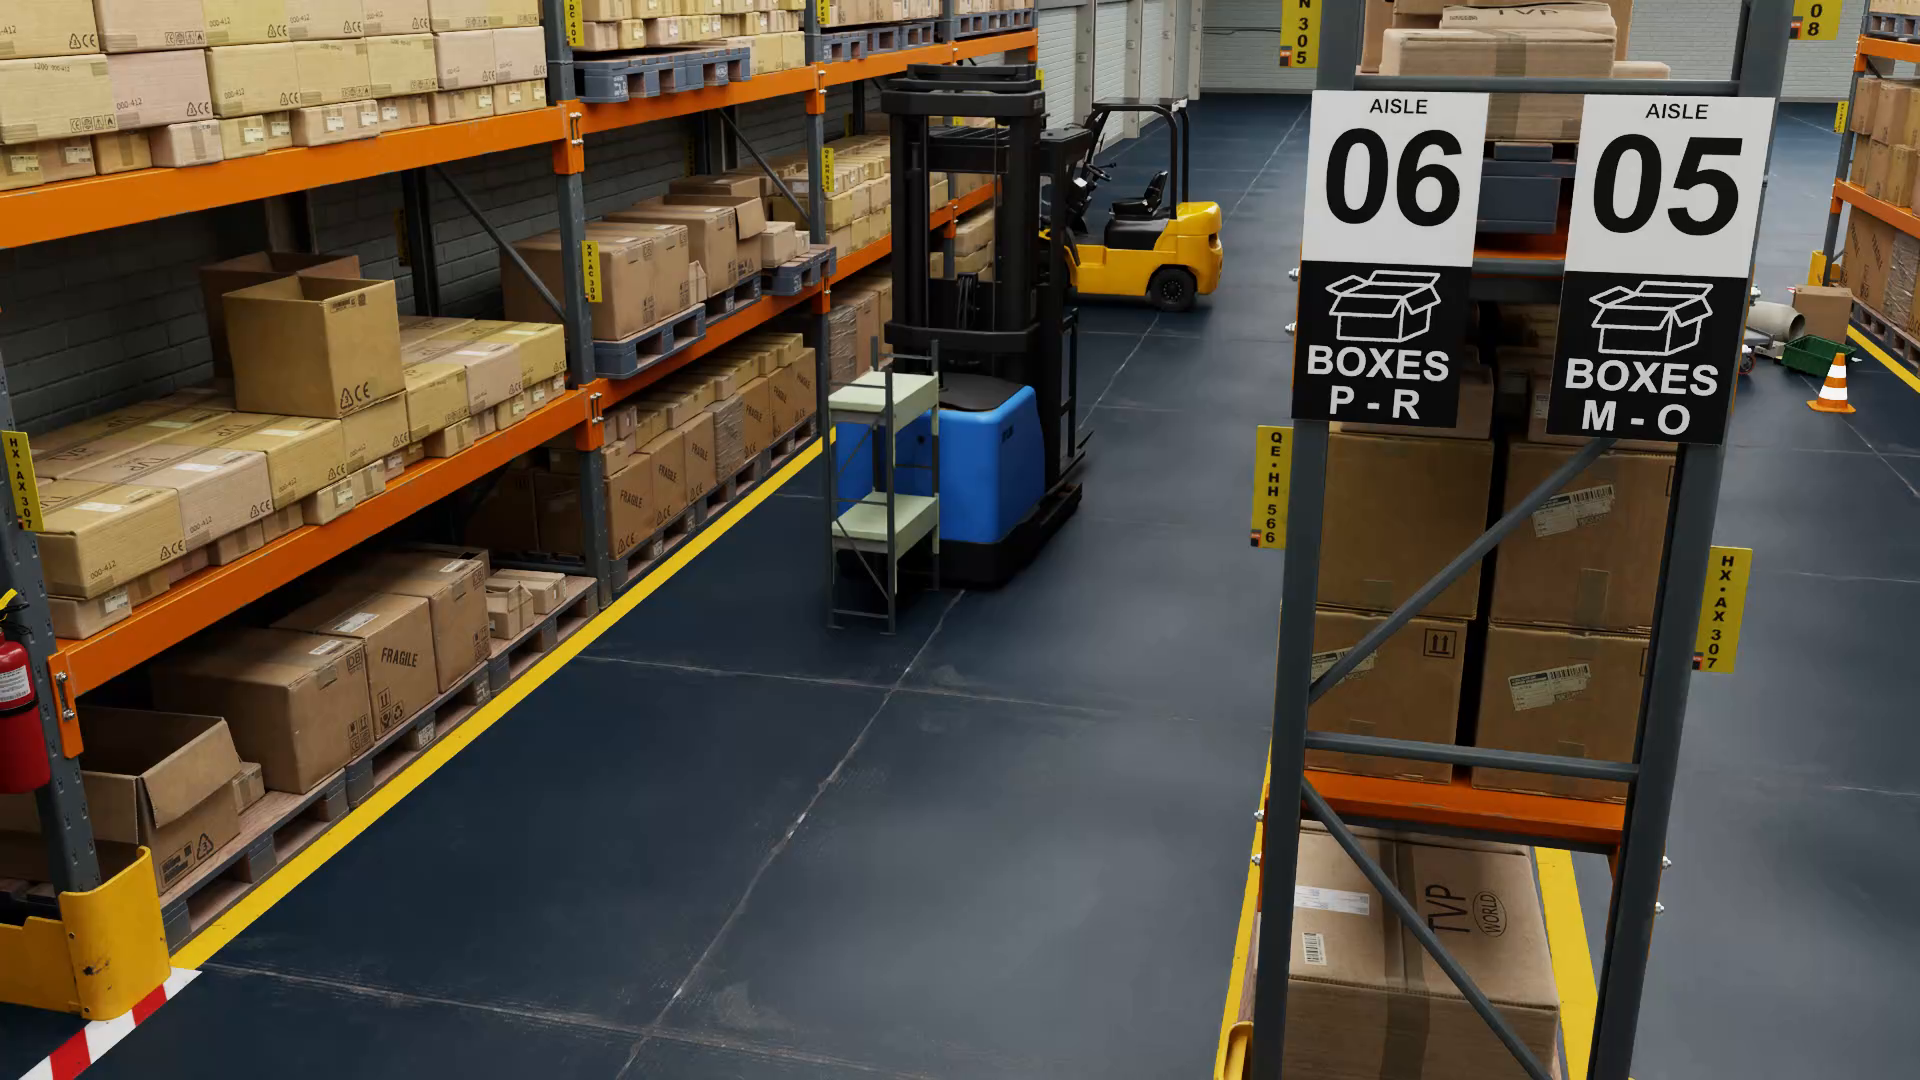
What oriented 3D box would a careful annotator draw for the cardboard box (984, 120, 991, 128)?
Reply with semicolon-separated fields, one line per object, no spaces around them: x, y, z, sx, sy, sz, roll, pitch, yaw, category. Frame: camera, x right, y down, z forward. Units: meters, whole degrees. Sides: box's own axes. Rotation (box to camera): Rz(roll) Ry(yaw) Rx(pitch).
0.121;-4.410;17.801;0.380;0.149;0.250;4;19;12;cardboard box

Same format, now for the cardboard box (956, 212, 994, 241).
0.115;-3.392;18.035;0.500;0.250;0.500;5;20;15;cardboard box

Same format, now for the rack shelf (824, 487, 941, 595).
-0.429;-0.007;9.397;0.431;0.370;0.720;6;20;17;rack shelf

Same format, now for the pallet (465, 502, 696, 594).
-2.345;-0.009;10.387;1.003;0.211;1.213;5;19;13;pallet

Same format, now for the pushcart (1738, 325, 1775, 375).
6.485;-1.782;15.321;1.648;0.377;0.936;-2;19;-6;pushcart

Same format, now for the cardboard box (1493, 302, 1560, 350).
1.915;-0.673;5.313;0.380;0.149;0.250;5;19;14;cardboard box

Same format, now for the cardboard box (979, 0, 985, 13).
0.039;-5.482;17.041;0.380;0.149;0.250;5;20;15;cardboard box

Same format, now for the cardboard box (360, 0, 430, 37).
-2.644;-2.301;7.142;0.500;0.250;0.500;5;19;14;cardboard box

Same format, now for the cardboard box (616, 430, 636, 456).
-2.169;-0.578;9.952;0.380;0.149;0.250;4;19;12;cardboard box

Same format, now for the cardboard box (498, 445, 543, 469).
-2.697;-0.531;9.817;0.380;0.149;0.250;4;19;11;cardboard box

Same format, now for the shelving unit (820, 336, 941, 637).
-0.429;-0.316;9.291;0.431;1.500;0.755;6;20;17;shelving unit

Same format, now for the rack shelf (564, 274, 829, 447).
-2.018;-1.357;11.133;1.077;0.370;4.000;5;19;13;rack shelf

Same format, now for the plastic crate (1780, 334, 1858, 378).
7.859;-1.682;15.234;0.450;0.188;0.662;29;33;36;plastic crate

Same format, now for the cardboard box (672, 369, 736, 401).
-1.756;-1.059;11.361;0.380;0.149;0.250;4;19;11;cardboard box

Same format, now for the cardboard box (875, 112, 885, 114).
-0.666;-4.272;16.937;0.380;0.149;0.250;4;19;12;cardboard box

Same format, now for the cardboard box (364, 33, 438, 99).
-2.635;-2.065;7.225;0.500;0.250;0.500;5;20;15;cardboard box

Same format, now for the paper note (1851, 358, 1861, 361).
8.373;-1.705;15.632;0.147;0.020;0.142;-9;21;-24;paper note

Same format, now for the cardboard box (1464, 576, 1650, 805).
1.725;0.399;4.724;0.500;0.500;0.500;5;19;13;cardboard box

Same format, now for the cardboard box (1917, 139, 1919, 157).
9.232;-3.704;14.990;0.875;0.550;0.550;5;19;13;cardboard box

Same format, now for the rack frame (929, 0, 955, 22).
-0.552;-6.417;15.553;1.000;3.000;0.127;5;19;13;rack frame

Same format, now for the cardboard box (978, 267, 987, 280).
-0.004;-2.761;17.736;0.500;0.250;0.500;4;19;12;cardboard box

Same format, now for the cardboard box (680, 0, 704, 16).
-1.761;-3.226;9.976;0.380;0.149;0.250;5;19;14;cardboard box

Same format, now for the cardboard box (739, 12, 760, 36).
-1.573;-3.490;11.239;0.380;0.149;0.250;5;19;13;cardboard box

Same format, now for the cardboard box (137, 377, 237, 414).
-3.249;-0.532;7.376;0.500;0.250;0.500;5;19;13;cardboard box

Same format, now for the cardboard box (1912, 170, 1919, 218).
9.277;-3.190;15.153;0.875;0.550;0.550;5;19;13;cardboard box

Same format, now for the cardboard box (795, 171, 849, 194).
-1.102;-2.839;13.200;0.380;0.149;0.250;5;20;15;cardboard box

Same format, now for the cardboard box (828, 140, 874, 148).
-1.025;-3.681;15.665;0.380;0.149;0.250;5;19;13;cardboard box

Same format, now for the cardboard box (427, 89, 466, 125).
-2.510;-1.999;7.646;0.380;0.149;0.250;5;19;13;cardboard box

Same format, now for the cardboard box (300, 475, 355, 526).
-2.775;-0.179;6.960;0.380;0.149;0.250;4;19;12;cardboard box

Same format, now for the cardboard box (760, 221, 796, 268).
-1.474;-2.096;11.765;0.500;0.250;0.500;4;19;11;cardboard box

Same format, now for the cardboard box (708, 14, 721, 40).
-1.698;-3.163;10.252;0.380;0.149;0.250;5;20;15;cardboard box

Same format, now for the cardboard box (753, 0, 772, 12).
-1.509;-3.710;11.422;0.380;0.149;0.250;4;19;12;cardboard box

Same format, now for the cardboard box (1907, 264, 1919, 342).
9.308;-2.213;15.163;0.875;0.875;0.875;5;19;14;cardboard box

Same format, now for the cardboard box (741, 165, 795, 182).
-1.569;-2.964;13.566;0.380;0.149;0.250;5;19;13;cardboard box

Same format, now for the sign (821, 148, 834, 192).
-1.001;-2.795;12.561;0.100;0.325;0.005;5;19;13;sign

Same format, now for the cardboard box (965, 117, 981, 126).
0.006;-4.392;17.287;0.380;0.149;0.250;5;20;15;cardboard box

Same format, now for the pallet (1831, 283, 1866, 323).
9.944;-2.505;17.696;1.003;0.211;1.213;5;19;13;pallet

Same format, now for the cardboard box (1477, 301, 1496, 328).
2.082;-0.555;5.971;0.500;0.500;0.500;5;19;14;cardboard box

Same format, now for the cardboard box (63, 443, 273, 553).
-2.989;-0.166;6.304;0.500;0.250;0.500;5;19;14;cardboard box

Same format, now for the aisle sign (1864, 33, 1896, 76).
9.790;-5.358;17.711;0.394;0.787;0.004;5;19;13;aisle sign

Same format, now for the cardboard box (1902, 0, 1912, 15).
9.361;-5.151;16.070;0.380;0.149;0.250;5;19;13;cardboard box

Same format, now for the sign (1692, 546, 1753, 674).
1.867;0.173;4.080;0.100;0.325;0.005;5;19;13;sign

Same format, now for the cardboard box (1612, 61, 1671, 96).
1.819;-1.296;4.783;0.380;0.149;0.250;5;20;15;cardboard box

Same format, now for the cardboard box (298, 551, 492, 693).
-2.743;0.393;8.114;0.700;0.500;0.500;4;19;11;cardboard box

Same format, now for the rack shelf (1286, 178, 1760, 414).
1.818;-1.132;5.833;1.077;0.370;4.000;5;19;13;rack shelf

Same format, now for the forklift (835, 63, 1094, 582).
8.331;-0.410;7.037;19.036;3.140;5.327;6;20;17;forklift

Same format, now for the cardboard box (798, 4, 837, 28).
-1.150;-3.965;12.570;0.380;0.166;0.250;5;19;13;cardboard box

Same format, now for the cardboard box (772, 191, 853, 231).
-1.160;-2.608;13.140;0.500;0.250;0.500;5;19;13;cardboard box

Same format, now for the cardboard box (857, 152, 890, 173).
-0.694;-3.316;14.596;0.380;0.149;0.250;4;19;12;cardboard box

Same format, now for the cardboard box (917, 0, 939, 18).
-0.493;-4.955;15.247;0.500;0.311;0.500;4;19;12;cardboard box

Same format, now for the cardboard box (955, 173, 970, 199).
-0.191;-3.744;16.853;0.500;0.500;0.500;4;19;12;cardboard box

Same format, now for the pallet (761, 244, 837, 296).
-1.627;-2.015;12.245;1.213;0.211;1.003;5;19;13;pallet

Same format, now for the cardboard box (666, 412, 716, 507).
-1.924;-0.544;10.857;0.500;0.500;0.500;4;19;12;cardboard box

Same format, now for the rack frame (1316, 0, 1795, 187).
1.330;-2.265;3.397;1.000;3.000;0.127;5;19;13;rack frame

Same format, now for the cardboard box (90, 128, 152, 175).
-3.063;-1.362;5.783;0.380;0.149;0.250;5;19;14;cardboard box

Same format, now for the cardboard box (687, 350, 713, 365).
-2.033;-1.343;12.192;0.380;0.149;0.250;5;19;14;cardboard box

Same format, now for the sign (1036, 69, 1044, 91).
0.948;-5.445;19.829;0.100;0.325;0.005;5;19;13;sign
